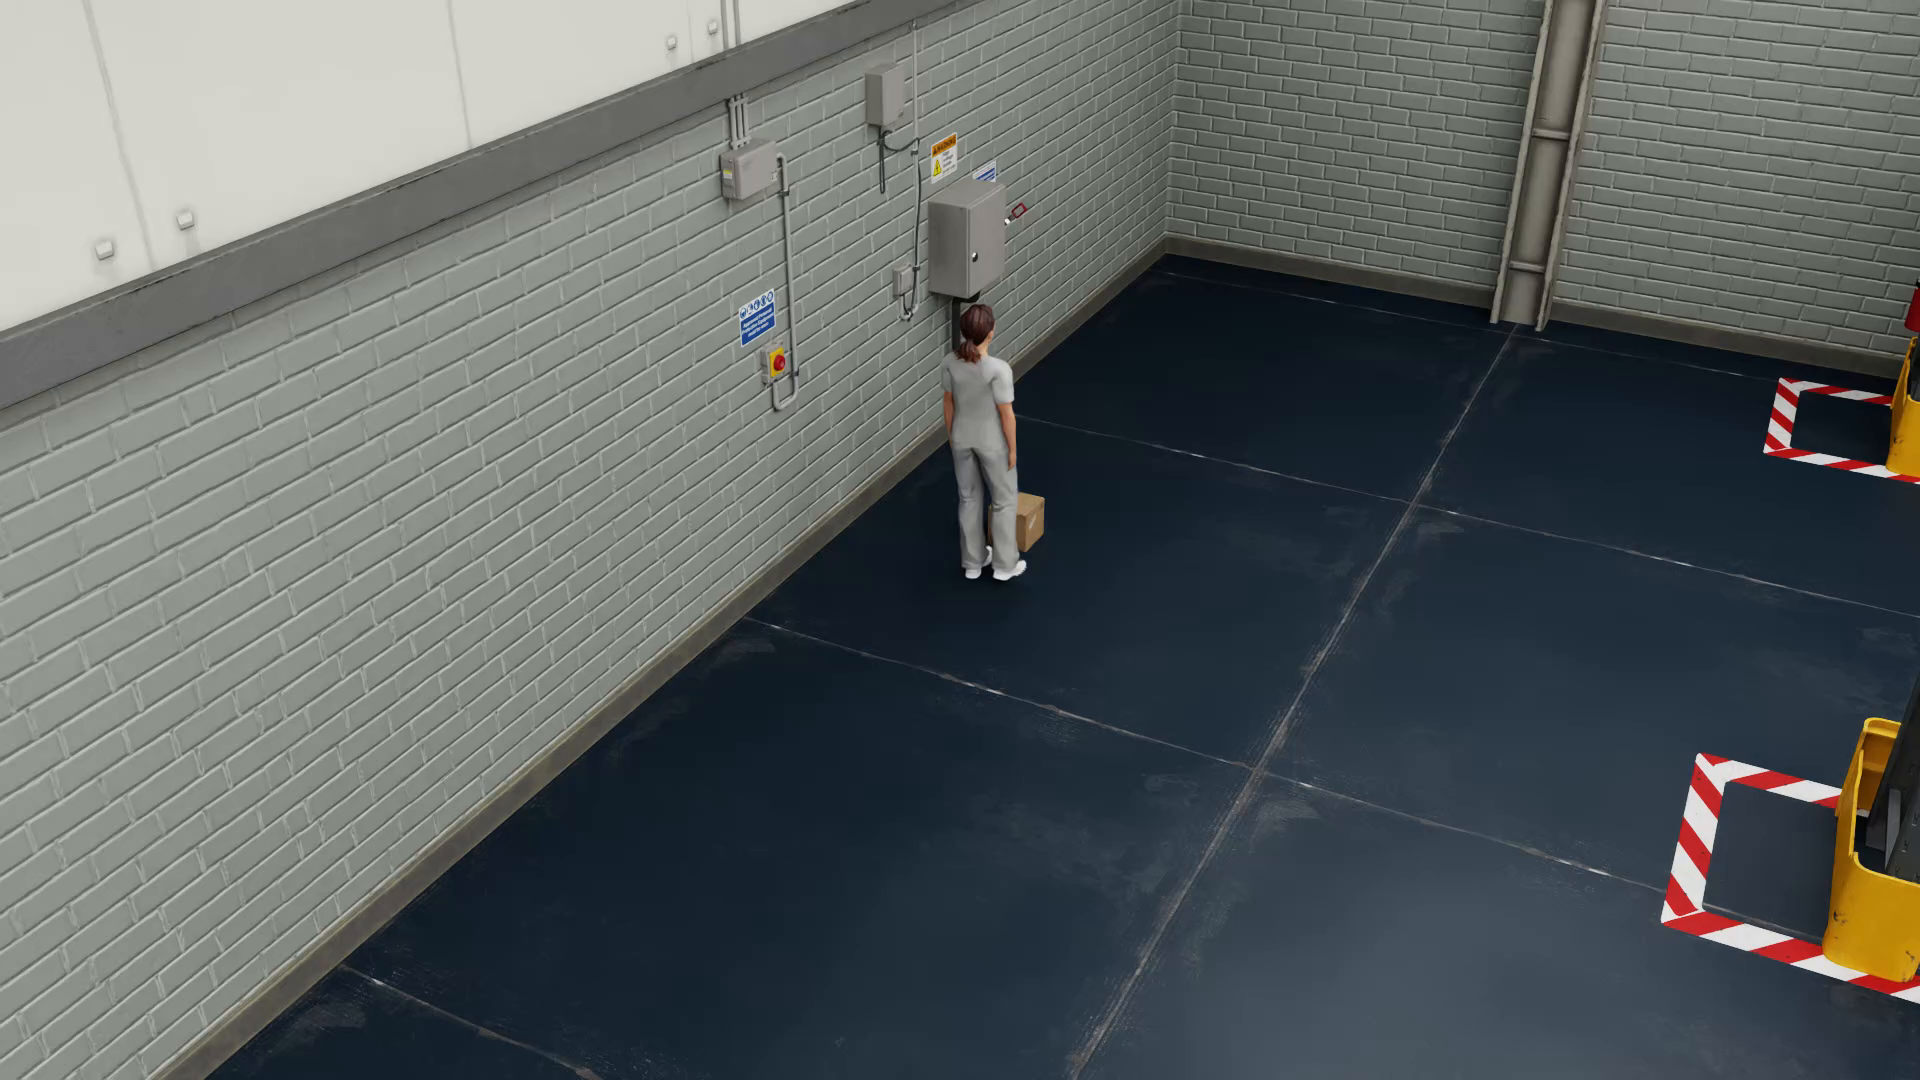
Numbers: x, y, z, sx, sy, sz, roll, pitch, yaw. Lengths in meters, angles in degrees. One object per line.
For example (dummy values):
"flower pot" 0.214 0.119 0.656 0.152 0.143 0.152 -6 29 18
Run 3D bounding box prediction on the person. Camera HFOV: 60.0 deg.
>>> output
"person" 0.129 -0.526 9.211 0.447 1.702 0.456 15 33 24
